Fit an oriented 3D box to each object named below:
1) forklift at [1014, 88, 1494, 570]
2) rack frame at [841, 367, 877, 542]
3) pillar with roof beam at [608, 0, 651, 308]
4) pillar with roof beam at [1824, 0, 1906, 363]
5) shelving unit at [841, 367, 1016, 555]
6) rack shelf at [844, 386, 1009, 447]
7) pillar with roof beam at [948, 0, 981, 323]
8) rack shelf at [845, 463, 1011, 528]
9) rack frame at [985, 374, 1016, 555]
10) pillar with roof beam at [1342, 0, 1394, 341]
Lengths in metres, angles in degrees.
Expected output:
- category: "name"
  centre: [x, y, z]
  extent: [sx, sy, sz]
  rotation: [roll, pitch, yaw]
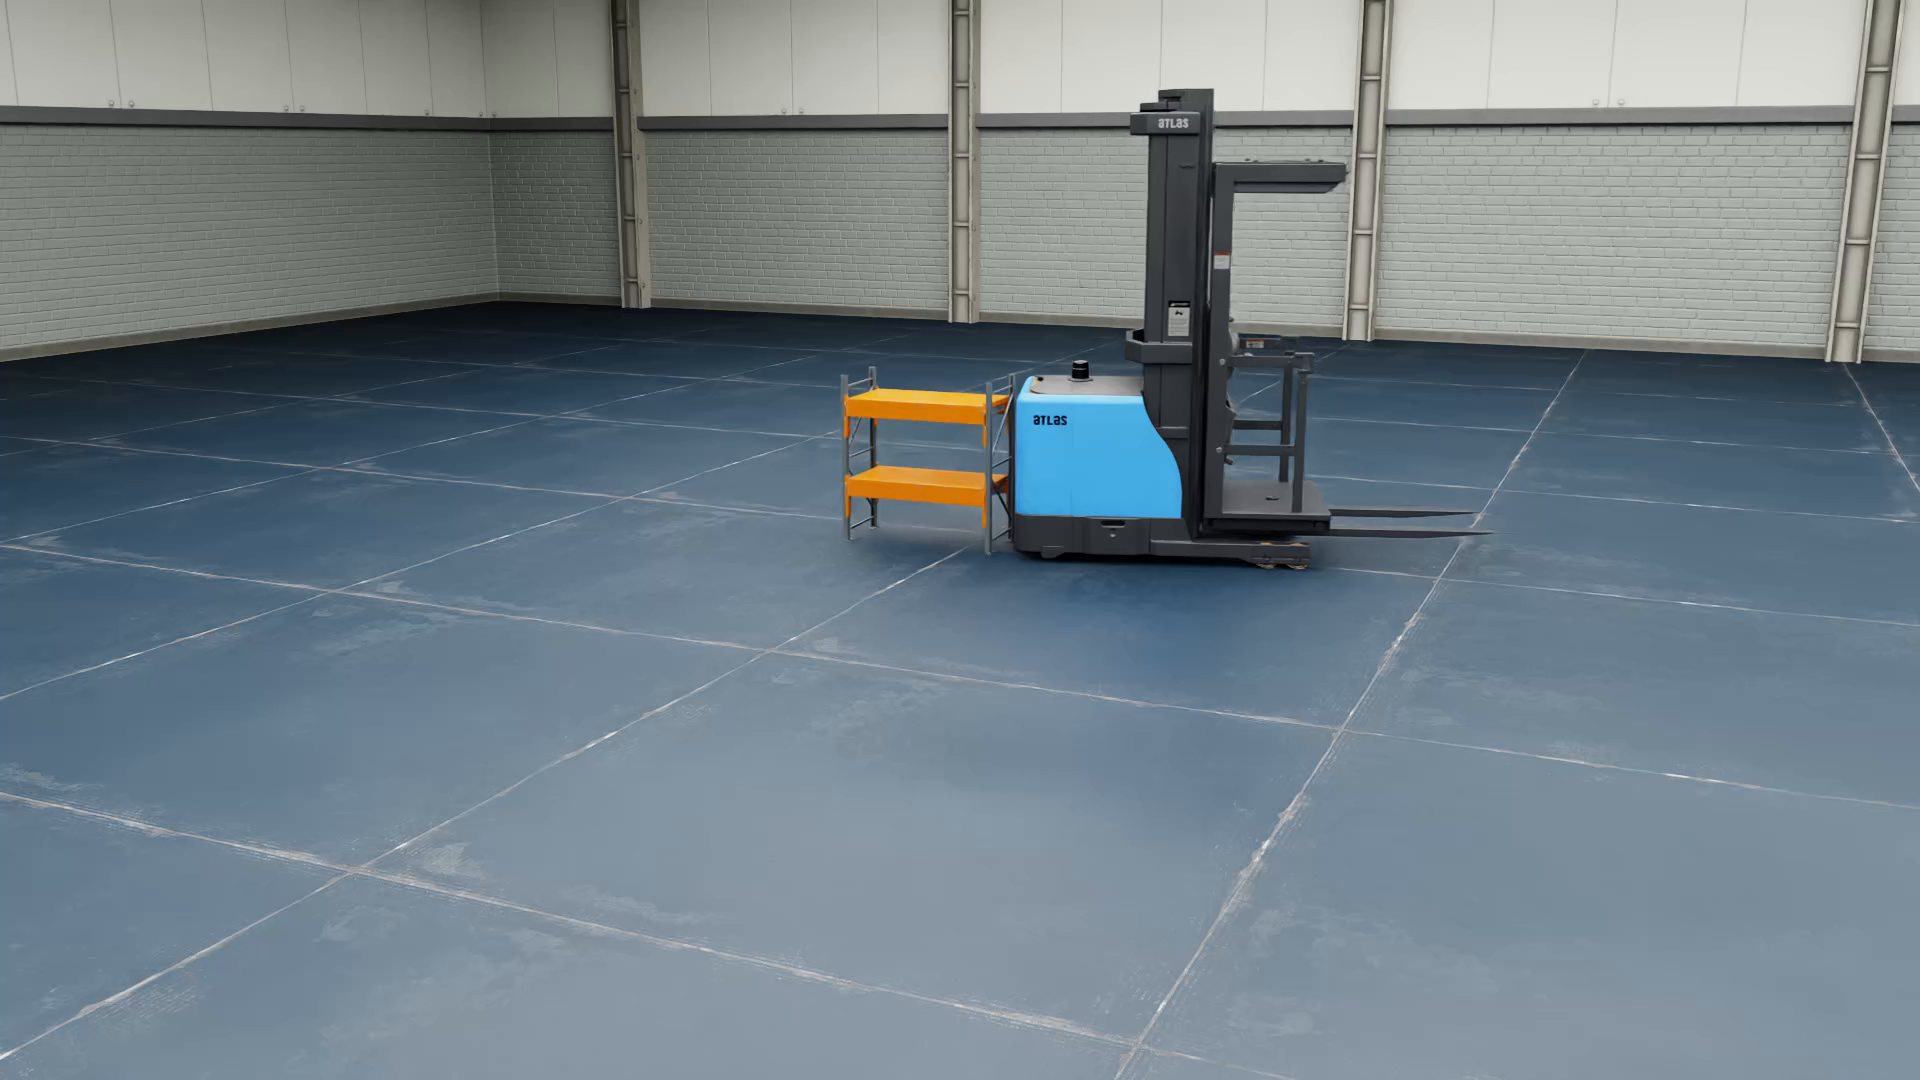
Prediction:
- category: "forklift"
  centre: [1.897, -1.369, 10.671]
  extent: [3.031, 2.935, 1.130]
  rotation: [1, 13, 6]
- category: "rack frame"
  centre: [-0.682, -0.587, 11.294]
  extent: [0.032, 1.125, 0.500]
  rotation: [5, 14, 20]
- category: "pillar with roof beam"
  centre: [-7.165, -7.386, 23.035]
  extent: [0.400, 9.000, 9.100]
  rotation: [6, 14, 23]
- category: "pillar with roof beam"
  centre: [9.292, -5.721, 15.937]
  extent: [0.400, 9.000, 9.100]
  rotation: [6, 14, 23]
- category: "shelving unit"
  centre: [-0.208, -0.545, 11.117]
  extent: [1.048, 1.125, 0.538]
  rotation: [5, 14, 20]
- category: "rack shelf"
  centre: [-0.208, -0.830, 11.050]
  extent: [1.000, 0.278, 0.538]
  rotation: [5, 14, 20]
- category: "pillar with roof beam"
  centre: [-1.680, -6.831, 20.669]
  extent: [0.400, 9.000, 9.100]
  rotation: [6, 14, 23]
- category: "rack shelf"
  centre: [-0.208, -0.307, 11.173]
  extent: [1.000, 0.278, 0.538]
  rotation: [5, 14, 20]
- category: "rack frame"
  centre: [0.267, -0.504, 10.939]
  extent: [0.032, 1.125, 0.500]
  rotation: [5, 14, 20]
- category: "pillar with roof beam"
  centre: [3.806, -6.276, 18.303]
  extent: [0.400, 9.000, 9.100]
  rotation: [6, 14, 23]
